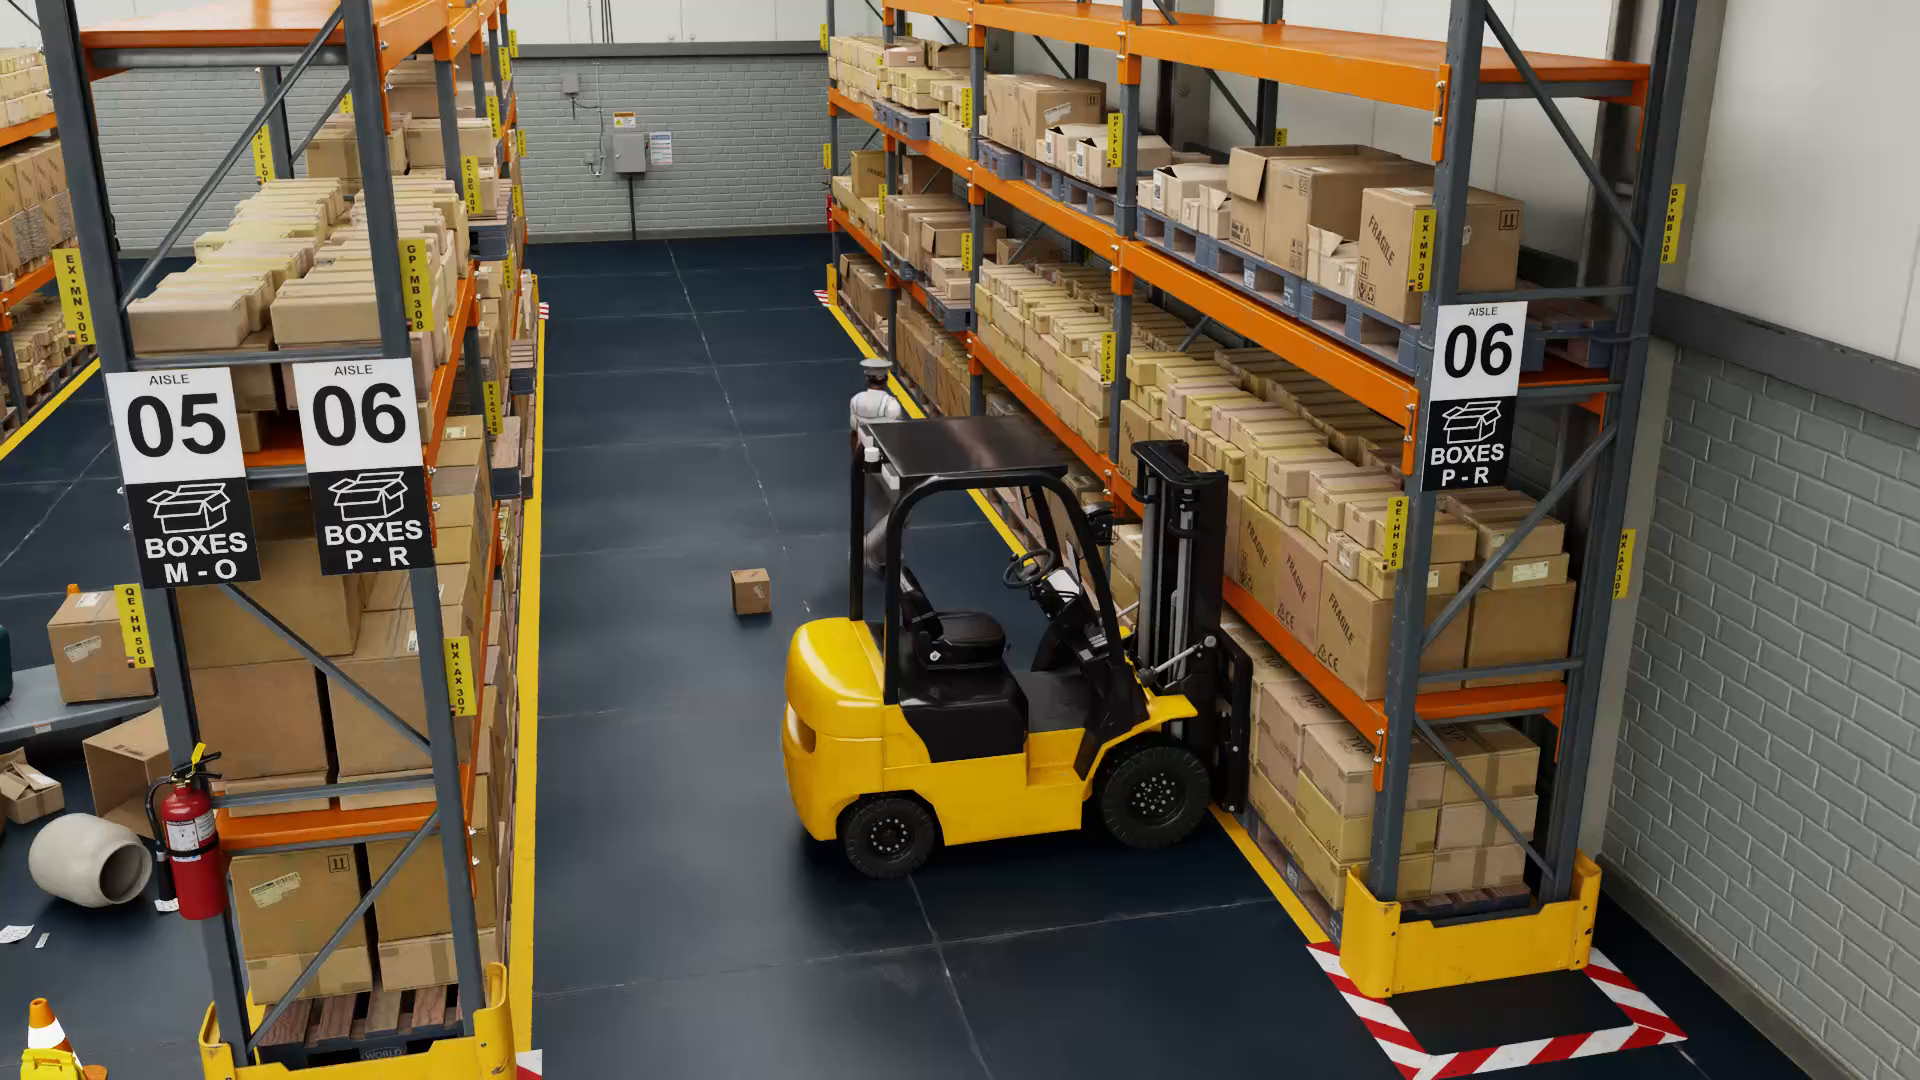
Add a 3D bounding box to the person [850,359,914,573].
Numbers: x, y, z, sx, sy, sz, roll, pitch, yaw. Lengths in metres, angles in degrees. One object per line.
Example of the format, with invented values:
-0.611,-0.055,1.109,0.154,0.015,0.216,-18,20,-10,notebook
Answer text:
-0.602,-0.542,12.544,0.480,1.648,0.642,15,24,35,person
